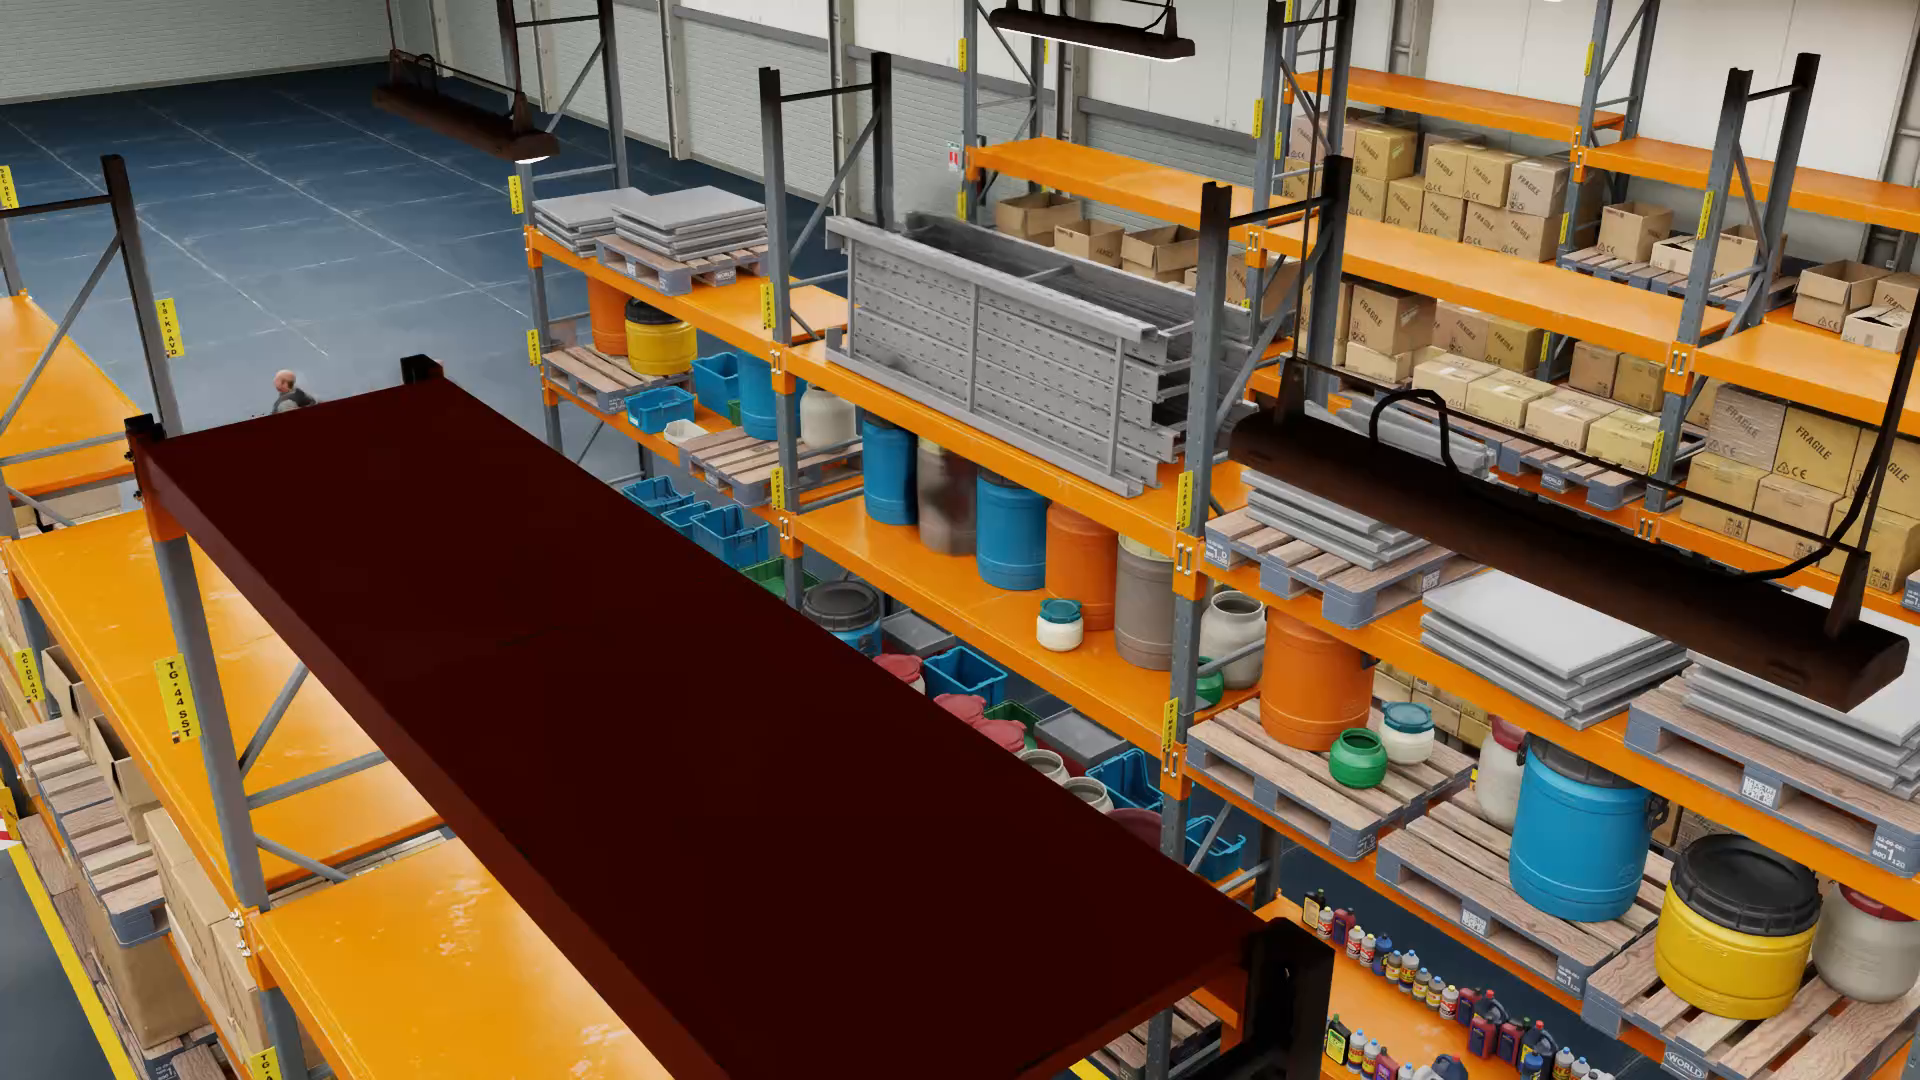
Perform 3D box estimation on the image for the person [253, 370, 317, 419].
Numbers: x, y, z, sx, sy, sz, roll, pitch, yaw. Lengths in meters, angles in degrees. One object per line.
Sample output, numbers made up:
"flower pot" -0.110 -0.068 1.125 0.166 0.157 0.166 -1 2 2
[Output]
"person" -7.377 -1.046 18.466 0.752 1.780 0.624 -9 27 -18
